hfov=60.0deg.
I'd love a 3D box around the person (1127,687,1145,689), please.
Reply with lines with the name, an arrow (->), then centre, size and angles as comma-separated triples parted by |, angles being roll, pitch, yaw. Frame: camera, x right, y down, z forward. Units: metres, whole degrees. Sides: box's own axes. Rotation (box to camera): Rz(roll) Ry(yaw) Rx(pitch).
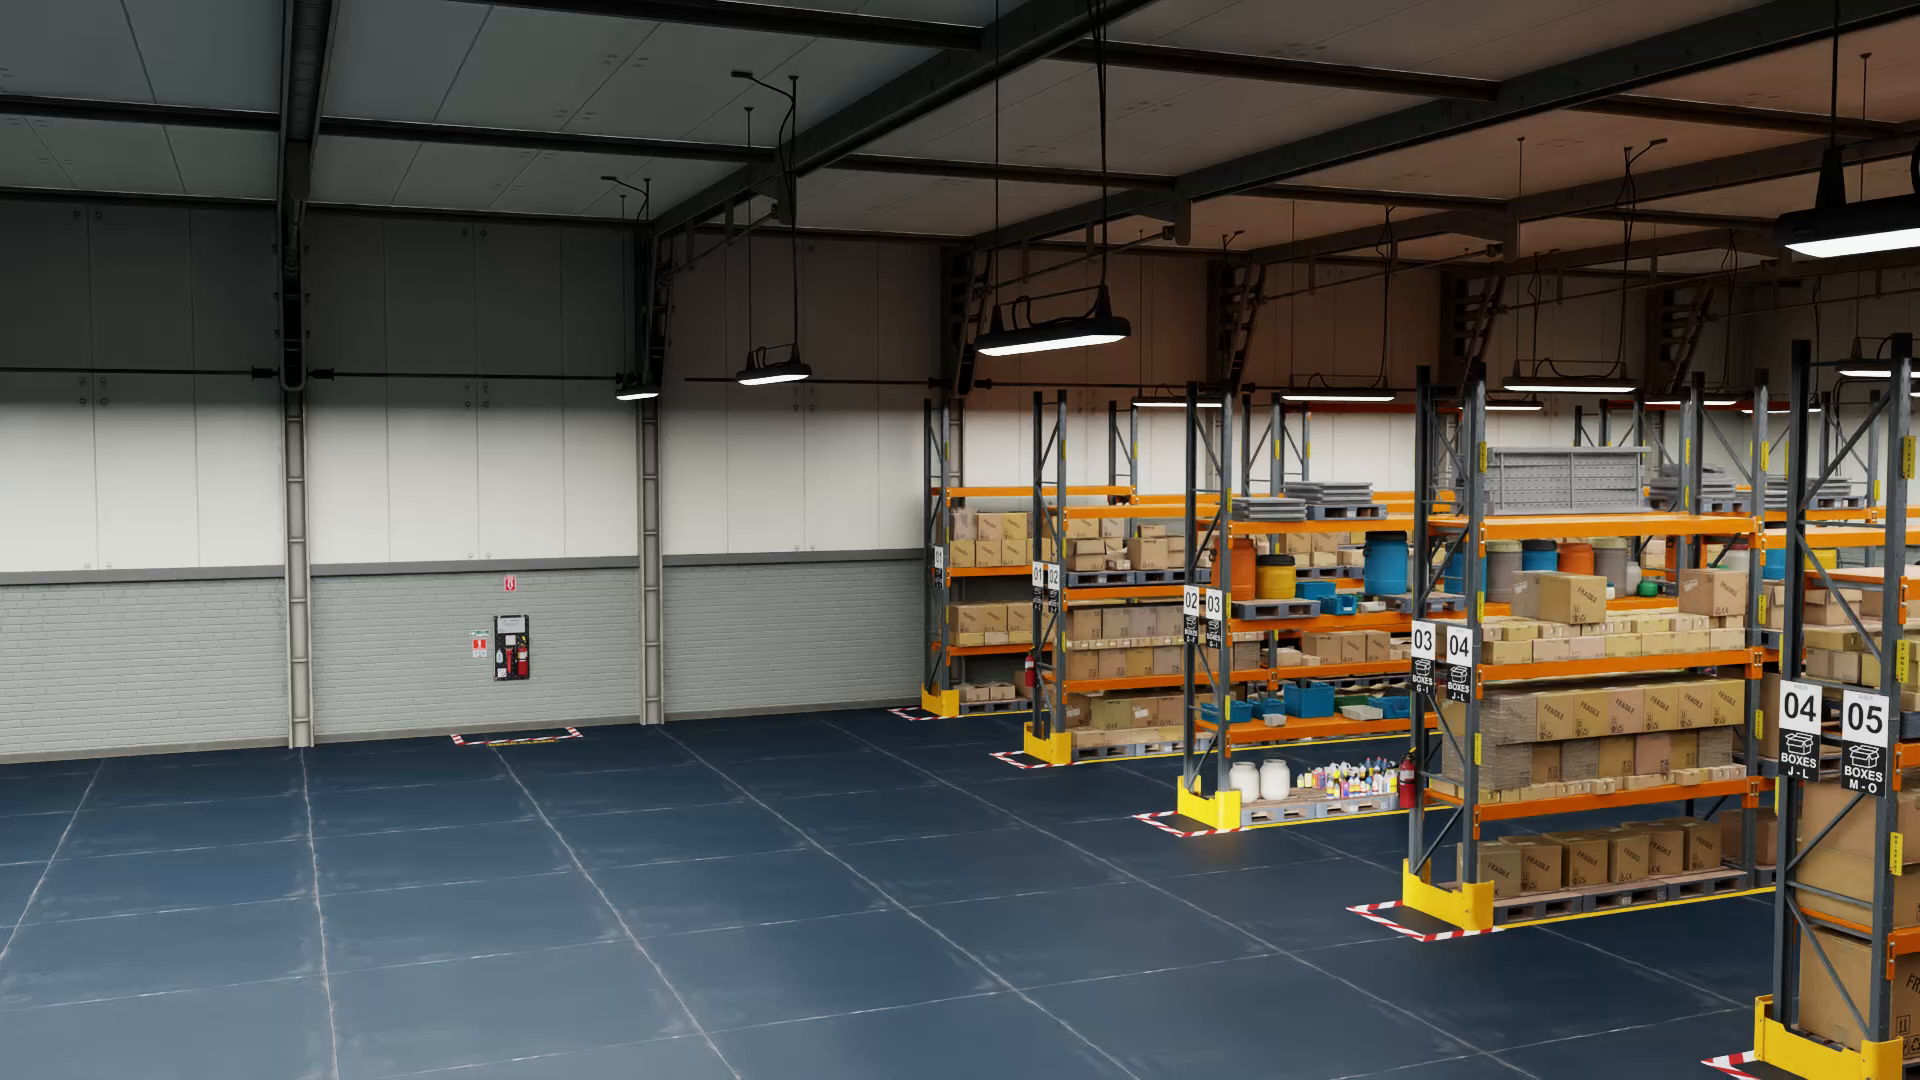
person -> 3.058, 2.545, 29.580 | 0.632, 1.808, 0.468 | 3, 5, 44
